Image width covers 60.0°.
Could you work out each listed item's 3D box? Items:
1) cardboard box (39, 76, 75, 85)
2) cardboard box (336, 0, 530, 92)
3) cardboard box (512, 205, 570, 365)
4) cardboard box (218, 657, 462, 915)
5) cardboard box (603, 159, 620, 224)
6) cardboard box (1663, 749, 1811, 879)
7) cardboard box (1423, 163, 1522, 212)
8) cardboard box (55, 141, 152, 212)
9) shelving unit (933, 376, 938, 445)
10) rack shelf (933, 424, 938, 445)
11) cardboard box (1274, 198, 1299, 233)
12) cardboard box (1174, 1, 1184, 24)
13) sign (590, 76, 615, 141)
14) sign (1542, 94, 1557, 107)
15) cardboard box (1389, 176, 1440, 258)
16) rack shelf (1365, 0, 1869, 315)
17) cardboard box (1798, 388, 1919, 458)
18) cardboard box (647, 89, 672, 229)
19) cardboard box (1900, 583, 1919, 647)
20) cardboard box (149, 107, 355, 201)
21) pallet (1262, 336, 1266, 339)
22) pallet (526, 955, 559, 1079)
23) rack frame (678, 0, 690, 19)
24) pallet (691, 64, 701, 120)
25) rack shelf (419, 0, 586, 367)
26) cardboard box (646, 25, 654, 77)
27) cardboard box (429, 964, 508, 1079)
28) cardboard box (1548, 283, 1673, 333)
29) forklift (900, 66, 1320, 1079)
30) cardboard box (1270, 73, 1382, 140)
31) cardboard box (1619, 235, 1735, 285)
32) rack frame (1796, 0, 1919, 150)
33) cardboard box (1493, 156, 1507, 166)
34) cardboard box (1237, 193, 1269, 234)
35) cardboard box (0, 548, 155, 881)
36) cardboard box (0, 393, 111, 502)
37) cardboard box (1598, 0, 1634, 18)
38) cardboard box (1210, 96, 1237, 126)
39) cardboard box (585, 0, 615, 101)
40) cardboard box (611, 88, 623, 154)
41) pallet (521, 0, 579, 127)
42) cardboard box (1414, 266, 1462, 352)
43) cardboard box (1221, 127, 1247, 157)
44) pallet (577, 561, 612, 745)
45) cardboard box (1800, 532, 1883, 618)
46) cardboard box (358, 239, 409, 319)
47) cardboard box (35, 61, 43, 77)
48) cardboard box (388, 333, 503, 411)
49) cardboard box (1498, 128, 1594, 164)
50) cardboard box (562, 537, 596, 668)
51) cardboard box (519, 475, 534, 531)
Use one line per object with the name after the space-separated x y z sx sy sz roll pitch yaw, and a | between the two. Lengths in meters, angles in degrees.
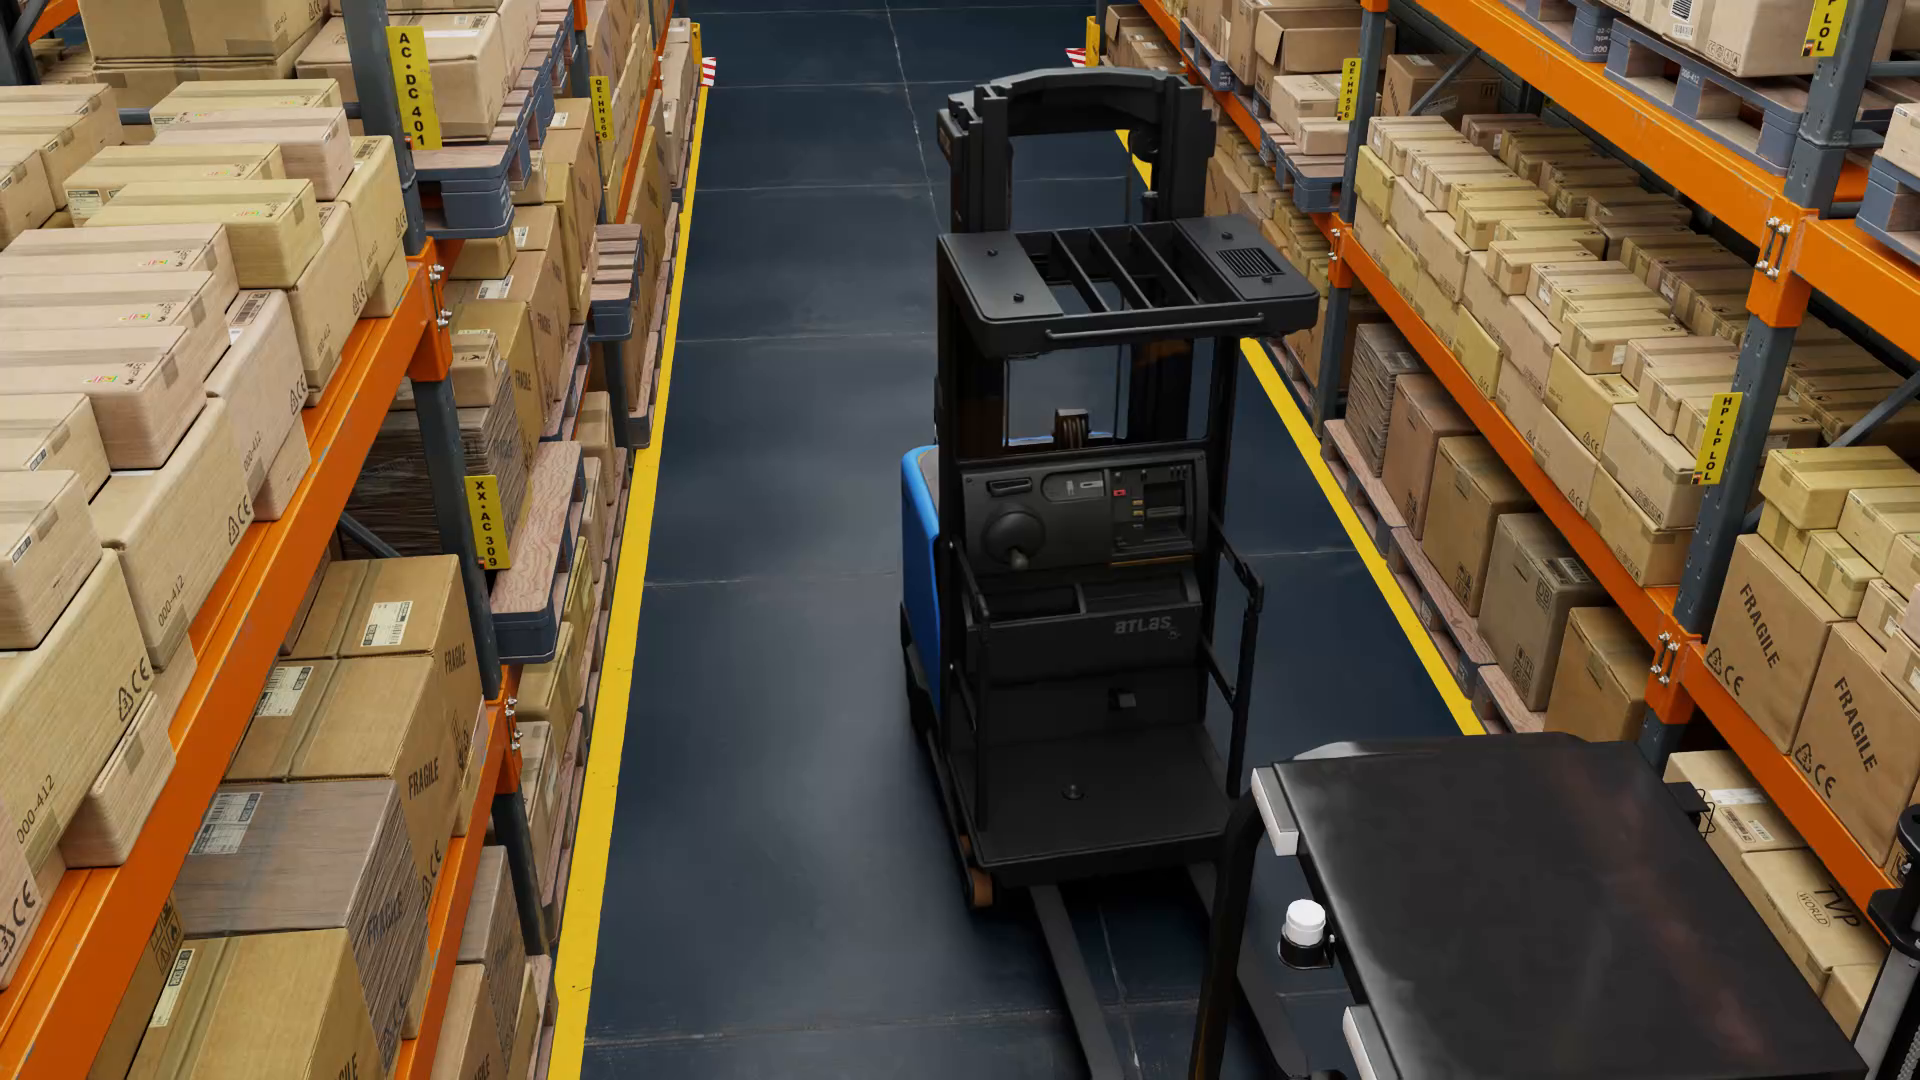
-7.648 -3.774 13.934 0.380 0.149 0.250 -4 31 -6 | cardboard box
-1.686 -1.630 5.365 0.500 0.250 0.500 -3 31 -5 | cardboard box
-1.879 -1.024 6.743 0.500 0.500 0.500 -4 31 -7 | cardboard box
-1.638 0.657 4.337 0.500 0.500 0.500 -2 31 -3 | cardboard box
-2.151 -1.889 9.134 0.500 0.250 0.500 -3 31 -5 | cardboard box
2.692 0.943 5.542 0.500 0.250 0.500 -3 31 -5 | cardboard box
2.435 -1.677 7.903 0.380 0.149 0.250 -2 31 -4 | cardboard box
-2.214 -0.763 4.033 0.500 0.250 0.500 -3 31 -6 | cardboard box
-0.001 -0.390 8.526 0.258 0.900 0.210 -3 31 -5 | shelving unit
-0.001 -0.516 8.451 0.258 0.077 0.200 -3 31 -5 | rack shelf
2.247 -2.096 10.729 0.380 0.149 0.250 -3 31 -5 | cardboard box
1.885 -4.149 13.015 0.380 0.149 0.250 -2 31 -3 | cardboard box
-1.816 -2.186 8.432 0.100 0.325 0.005 -3 31 -5 | sign
3.138 -2.457 8.809 0.100 0.325 0.005 -3 31 -5 | sign
2.430 -1.588 8.142 0.500 0.250 0.500 -2 31 -3 | cardboard box
2.773 -1.889 6.765 1.077 0.370 4.000 -3 31 -5 | rack shelf
3.140 -0.401 5.765 0.380 0.149 0.250 -3 31 -6 | cardboard box
-2.592 -2.690 11.990 0.875 0.875 0.875 -2 31 -3 | cardboard box
2.763 0.234 4.413 0.380 0.149 0.250 -2 31 -3 | cardboard box
-1.634 -0.892 3.860 0.380 0.149 0.250 -3 31 -6 | cardboard box
2.443 -1.739 11.455 1.003 0.211 1.213 -3 31 -5 | pallet
-1.884 1.889 5.382 1.003 0.211 1.213 -3 31 -5 | pallet
-3.103 -5.776 15.496 1.000 3.000 0.127 -3 31 -5 | rack frame
-2.951 -4.175 15.533 1.003 0.211 1.213 -3 31 -5 | pallet
-2.169 -1.650 6.363 1.077 0.370 4.000 -3 31 -5 | rack shelf
-2.437 -3.453 11.752 0.500 0.250 0.500 -3 31 -6 | cardboard box
-1.610 1.577 4.725 0.500 0.500 0.500 -2 31 -4 | cardboard box
2.575 -0.898 6.598 0.380 0.149 0.250 -3 31 -6 | cardboard box
0.512 -0.053 5.980 1.130 2.935 3.031 -6 31 -10 | forklift
2.165 -2.571 9.865 0.500 0.250 0.500 -4 31 -7 | cardboard box
3.044 -1.181 7.072 0.380 0.149 0.250 -2 31 -4 | cardboard box
2.960 -2.465 4.101 1.000 3.000 0.127 -3 31 -5 | rack frame
2.904 -1.866 8.607 0.500 0.250 0.500 -2 31 -3 | cardboard box
2.177 -2.032 11.254 0.500 0.500 0.500 -4 31 -6 | cardboard box
-1.500 0.252 2.335 0.500 0.250 0.500 -2 31 -3 | cardboard box
-1.549 -0.099 2.534 0.380 0.149 0.250 -2 31 -4 | cardboard box
2.578 -2.112 6.015 0.500 0.311 0.500 -4 31 -6 | cardboard box
2.053 -3.161 12.222 0.380 0.149 0.250 -4 31 -7 | cardboard box
-2.214 -2.680 9.240 0.500 0.500 0.500 -3 31 -4 | cardboard box
-2.205 -2.377 9.463 0.500 0.250 0.500 -2 31 -3 | cardboard box
-2.034 -1.707 5.940 1.213 0.211 1.003 -3 31 -5 | pallet
2.481 -1.109 7.828 0.500 0.250 0.500 -4 31 -6 | cardboard box
2.119 -2.895 12.068 0.380 0.149 0.250 -4 31 -7 | cardboard box
-2.173 0.526 7.664 1.003 0.211 1.213 -3 31 -5 | pallet
2.753 0.097 4.933 0.380 0.149 0.250 -2 31 -3 | cardboard box
-1.648 -0.683 4.288 0.380 0.149 0.250 -3 31 -4 | cardboard box
-8.164 -4.023 14.351 0.380 0.149 0.250 -4 31 -7 | cardboard box
-1.674 -0.536 5.293 0.380 0.149 0.250 -3 31 -5 | cardboard box
2.953 -1.968 8.390 0.380 0.149 0.250 -2 31 -3 | cardboard box
-2.171 0.309 7.461 0.950 0.372 0.625 -2 31 -3 | cardboard box
-1.734 -0.147 5.907 0.380 0.149 0.250 -2 31 -4 | cardboard box
